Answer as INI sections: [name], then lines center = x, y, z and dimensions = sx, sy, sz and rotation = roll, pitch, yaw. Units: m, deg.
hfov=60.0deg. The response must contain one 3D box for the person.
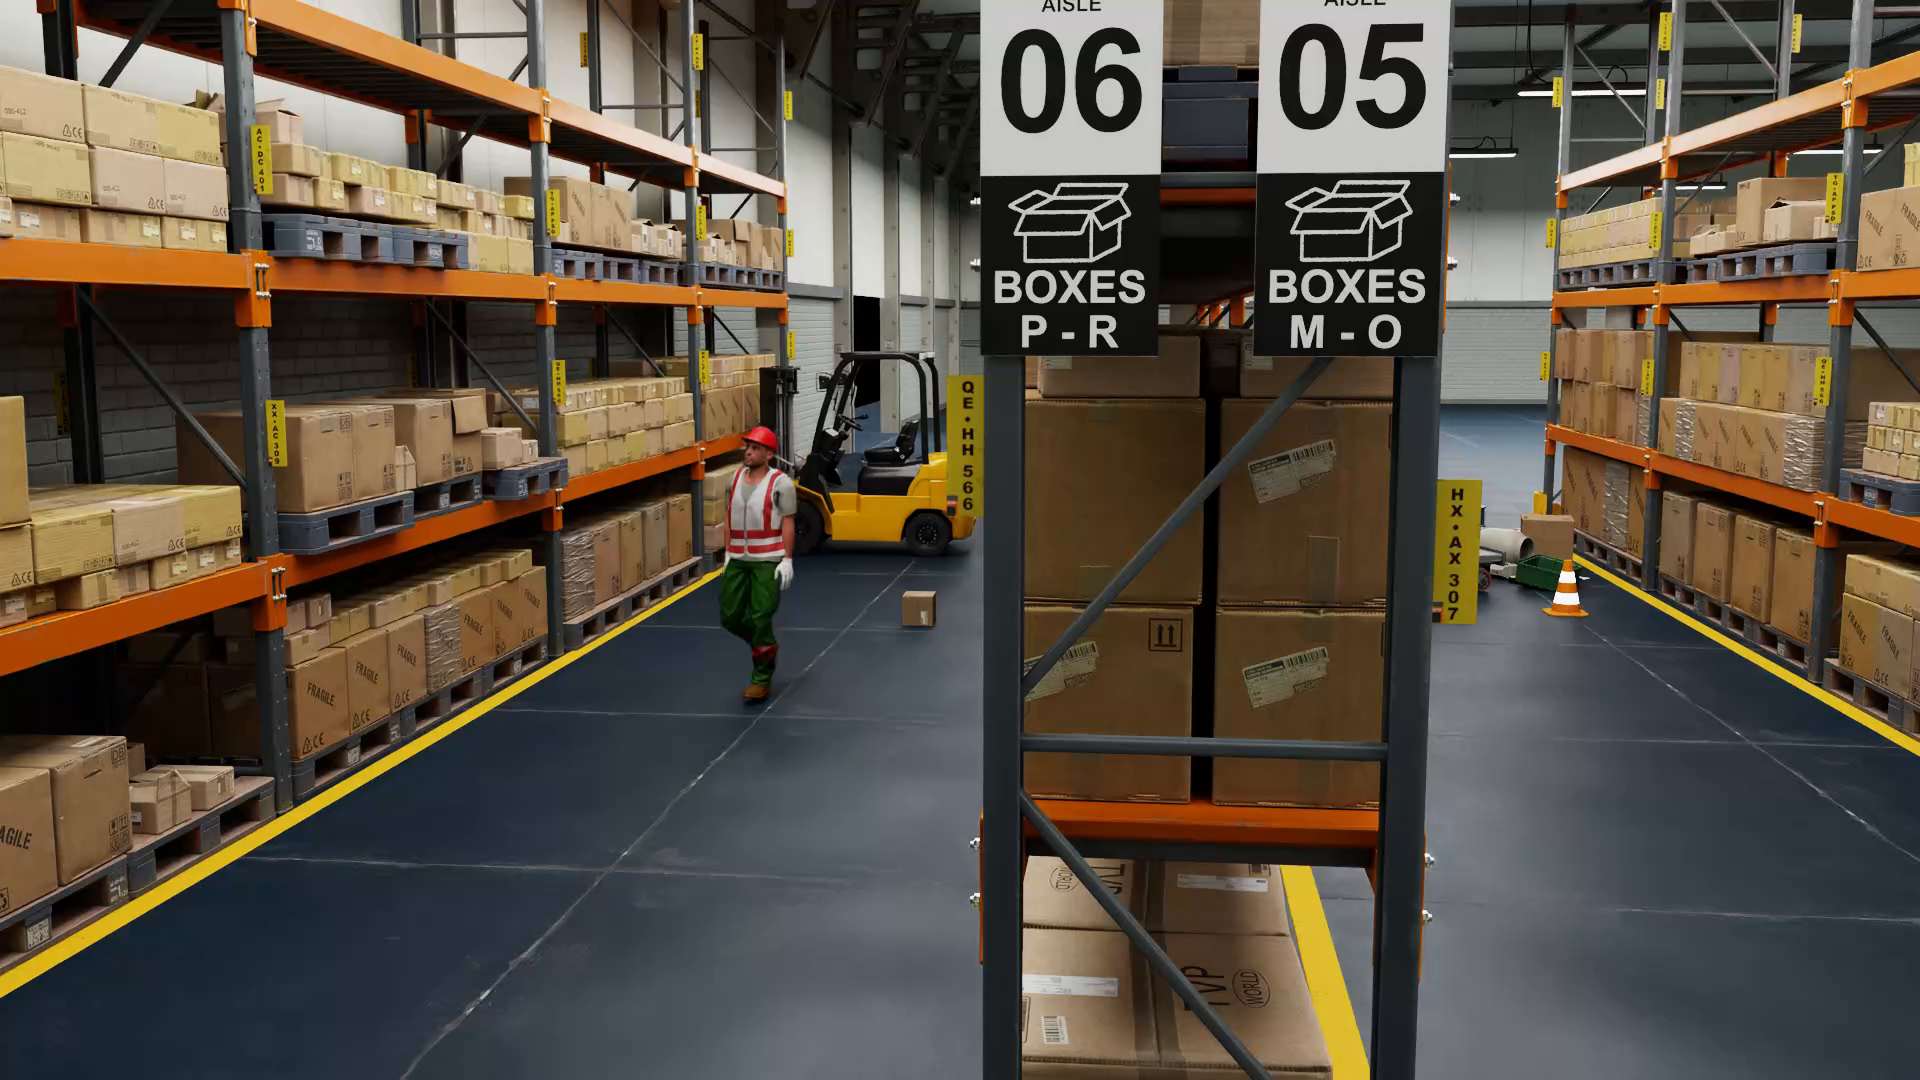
[person]
center = -1.326, 0.136, 11.000
dimensions = 0.545, 1.780, 0.609
rotation = 3, 8, 23
